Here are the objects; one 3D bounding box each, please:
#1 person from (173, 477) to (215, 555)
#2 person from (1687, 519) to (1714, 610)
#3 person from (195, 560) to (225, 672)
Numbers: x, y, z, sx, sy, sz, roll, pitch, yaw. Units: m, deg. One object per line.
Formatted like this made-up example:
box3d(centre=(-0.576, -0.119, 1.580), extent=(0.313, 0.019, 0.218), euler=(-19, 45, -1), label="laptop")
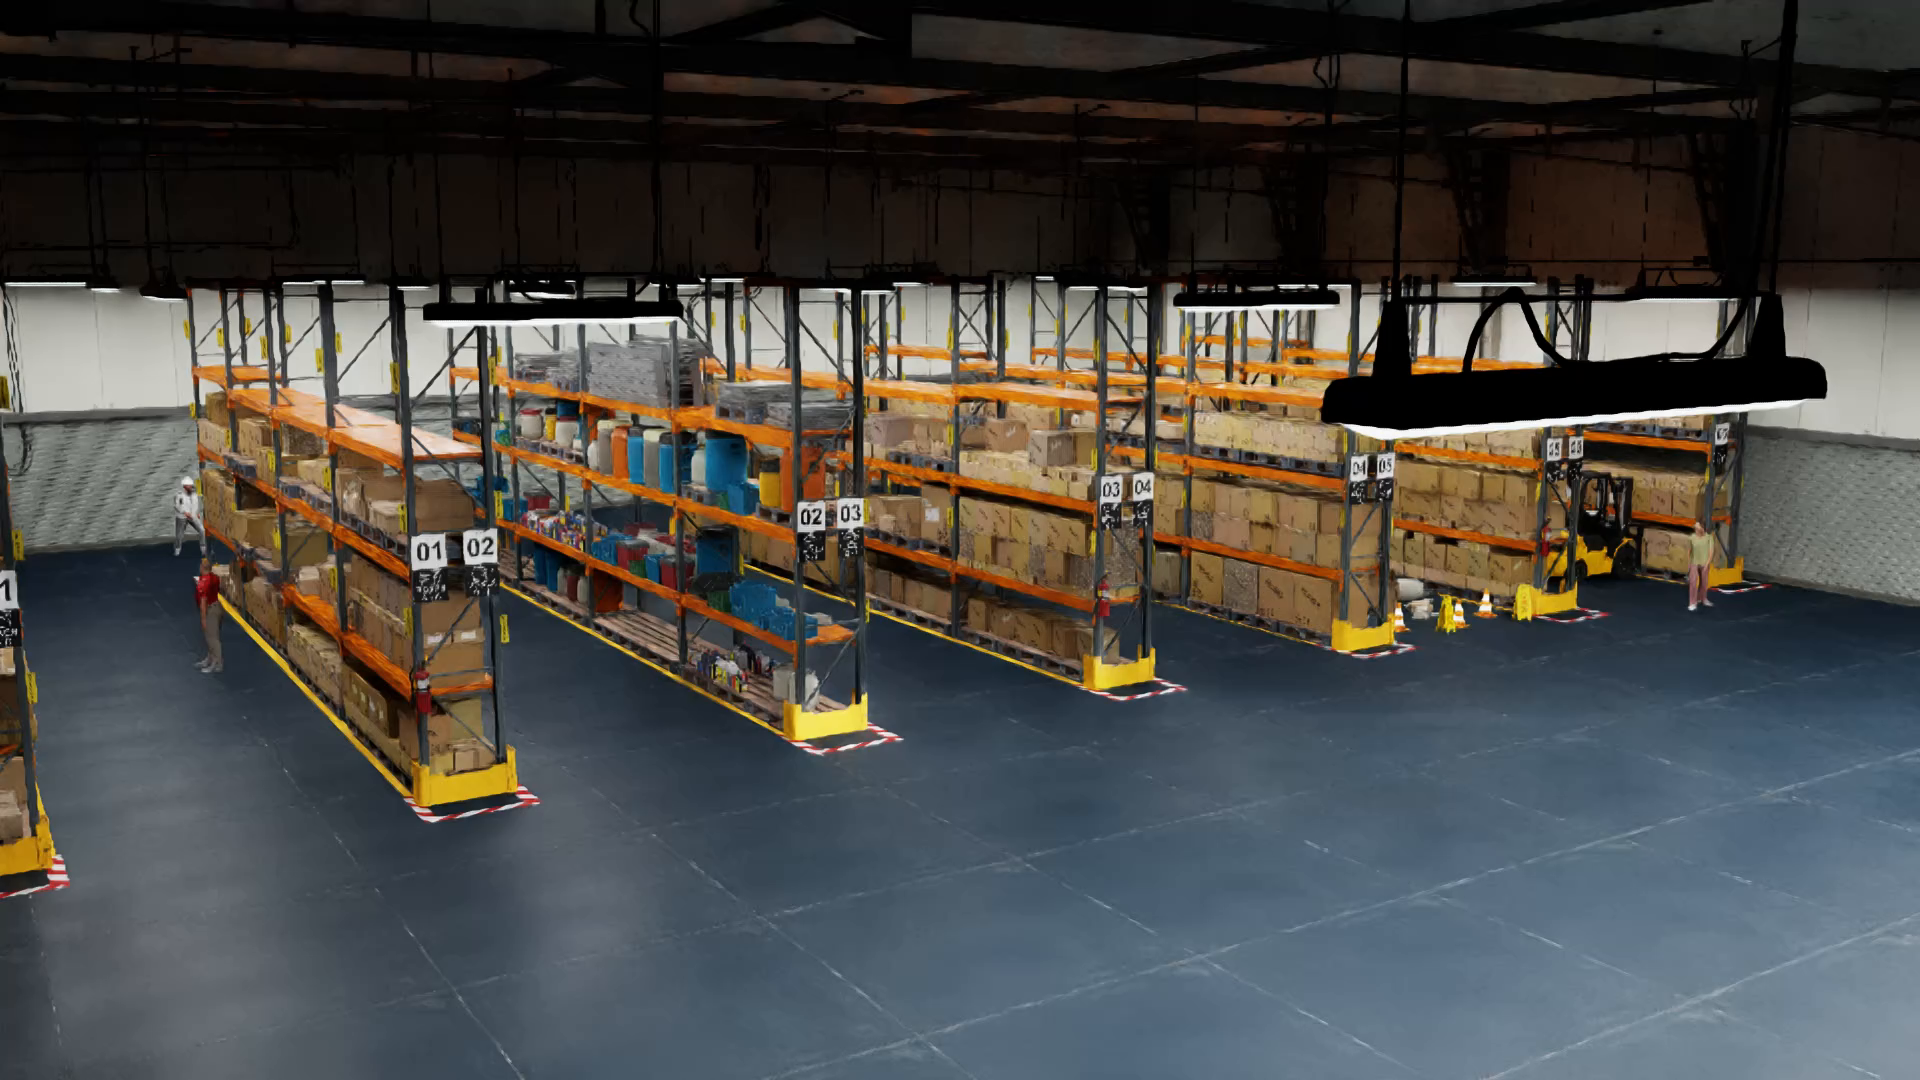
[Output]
box3d(centre=(-16.668, -0.520, 35.907), extent=(0.795, 1.715, 0.684), euler=(7, 12, 37), label="person")
box3d(centre=(13.566, 0.433, 30.465), extent=(0.483, 1.664, 0.700), euler=(5, 11, 29), label="person")
box3d(centre=(-11.711, 1.161, 25.853), extent=(0.497, 1.731, 0.588), euler=(0, 10, -2), label="person")
